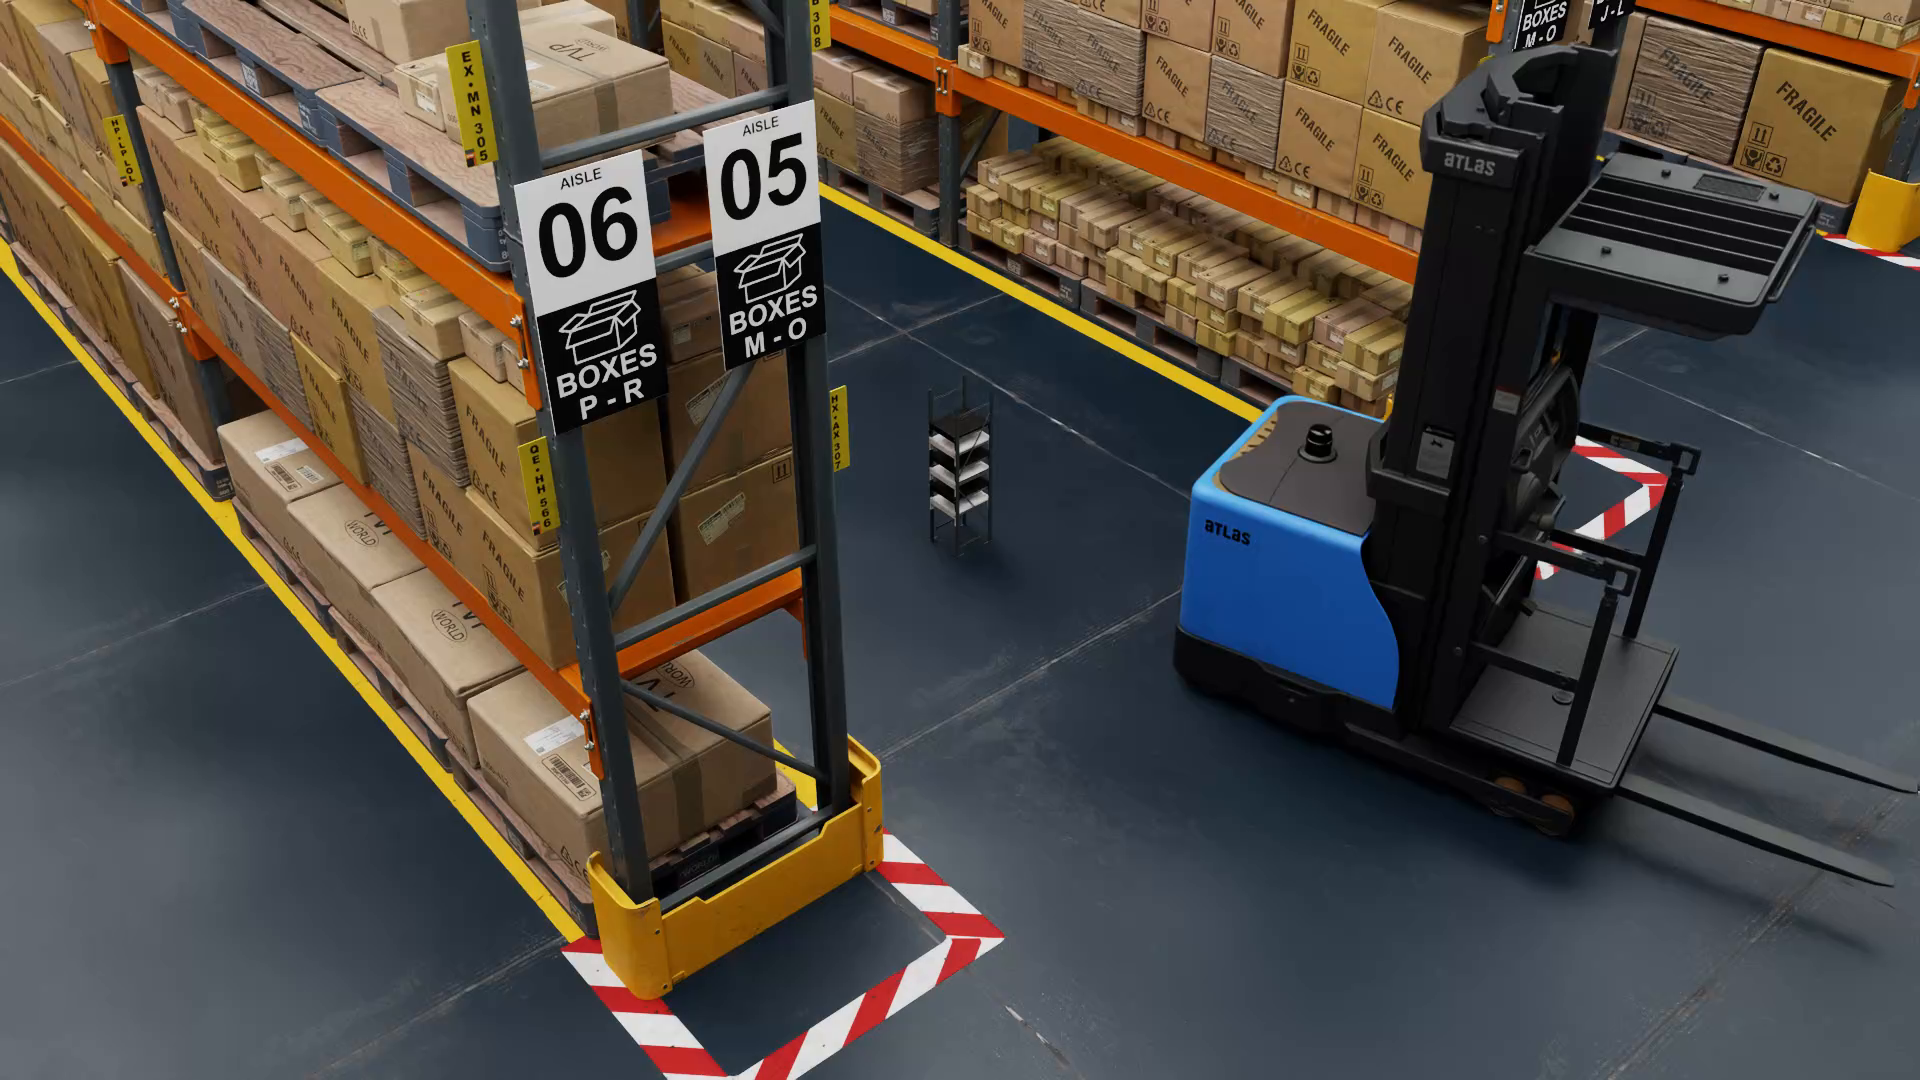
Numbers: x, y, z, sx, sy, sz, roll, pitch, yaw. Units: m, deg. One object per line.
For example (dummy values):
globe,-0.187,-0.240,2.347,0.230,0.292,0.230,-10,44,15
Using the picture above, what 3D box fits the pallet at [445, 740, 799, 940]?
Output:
pallet,-1.433,1.024,7.022,1.003,0.211,1.213,-26,43,-32

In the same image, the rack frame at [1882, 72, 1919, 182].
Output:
rack frame,6.713,-3.486,10.978,1.000,3.000,0.127,-26,43,-32

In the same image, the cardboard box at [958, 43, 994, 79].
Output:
cardboard box,0.210,-3.097,10.646,0.380,0.149,0.250,-24,42,-30

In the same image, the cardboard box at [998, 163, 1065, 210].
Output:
cardboard box,0.474,-2.324,10.926,0.380,0.149,0.250,-24,42,-30

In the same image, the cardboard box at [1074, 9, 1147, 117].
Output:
cardboard box,1.027,-2.845,9.728,0.500,0.500,0.500,-27,43,-33

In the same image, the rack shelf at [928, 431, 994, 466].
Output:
rack shelf,0.005,-0.483,8.301,0.258,0.077,0.200,-26,43,-32

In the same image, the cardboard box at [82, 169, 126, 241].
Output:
cardboard box,-4.248,-1.824,8.761,0.500,0.250,0.500,-27,43,-32

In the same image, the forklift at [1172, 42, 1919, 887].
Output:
forklift,2.500,-0.321,6.569,3.031,2.935,1.130,21,40,26

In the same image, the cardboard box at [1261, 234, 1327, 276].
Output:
cardboard box,2.051,-1.730,10.087,0.380,0.149,0.250,-24,42,-30

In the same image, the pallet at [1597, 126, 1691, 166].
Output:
pallet,5.354,-3.210,13.001,1.003,0.211,1.213,-26,43,-32

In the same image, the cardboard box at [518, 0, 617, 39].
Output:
cardboard box,-1.384,-1.690,5.614,0.380,0.149,0.250,-24,42,-30

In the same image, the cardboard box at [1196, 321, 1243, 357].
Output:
cardboard box,1.630,-1.261,9.940,0.380,0.149,0.250,-28,44,-34

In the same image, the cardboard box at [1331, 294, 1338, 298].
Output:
cardboard box,2.275,-1.508,10.031,0.380,0.149,0.250,-25,42,-30

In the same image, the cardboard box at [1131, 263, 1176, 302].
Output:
cardboard box,1.269,-1.620,10.190,0.380,0.149,0.250,-26,43,-31

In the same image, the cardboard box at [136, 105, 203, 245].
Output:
cardboard box,-3.316,-1.704,7.510,0.500,0.500,0.500,-26,43,-31

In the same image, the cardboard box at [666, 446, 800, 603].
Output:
cardboard box,-0.948,-0.150,6.180,0.500,0.500,0.500,-26,43,-32

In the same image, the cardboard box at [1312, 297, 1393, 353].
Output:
cardboard box,2.205,-1.203,9.343,0.380,0.149,0.250,-25,42,-31

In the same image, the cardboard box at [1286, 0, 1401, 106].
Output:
cardboard box,2.047,-2.584,8.495,0.500,0.500,0.500,-28,44,-33

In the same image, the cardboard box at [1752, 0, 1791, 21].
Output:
cardboard box,5.740,-3.754,11.574,0.380,0.149,0.250,-25,42,-31

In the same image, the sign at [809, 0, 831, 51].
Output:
sign,-0.429,-1.607,4.905,0.100,0.325,0.005,-26,43,-32

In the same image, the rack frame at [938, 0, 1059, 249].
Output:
rack frame,0.278,-3.447,10.922,1.000,3.000,0.127,-26,43,-32

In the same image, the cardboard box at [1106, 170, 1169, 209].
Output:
cardboard box,1.175,-2.288,10.876,0.380,0.149,0.250,-25,42,-30

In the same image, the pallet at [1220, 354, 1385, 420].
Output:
pallet,2.313,-0.948,9.807,1.003,0.211,1.213,-26,43,-32

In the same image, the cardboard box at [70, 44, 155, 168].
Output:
cardboard box,-3.919,-2.108,8.081,0.500,0.500,0.500,-25,42,-30

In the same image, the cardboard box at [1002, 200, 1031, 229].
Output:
cardboard box,0.499,-2.218,11.034,0.380,0.149,0.250,-26,43,-31

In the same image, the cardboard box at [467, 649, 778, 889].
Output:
cardboard box,-1.360,0.830,6.737,0.875,0.438,0.875,-28,44,-33

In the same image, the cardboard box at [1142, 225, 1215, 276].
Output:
cardboard box,1.331,-1.769,10.141,0.380,0.149,0.250,-26,43,-32

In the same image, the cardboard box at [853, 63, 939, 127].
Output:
cardboard box,-0.396,-3.138,11.638,0.500,0.250,0.500,-27,44,-33

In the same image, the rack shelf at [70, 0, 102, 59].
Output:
rack shelf,-4.729,-3.369,8.840,1.077,0.370,4.000,-26,43,-32

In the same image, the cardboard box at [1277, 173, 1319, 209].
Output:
cardboard box,1.945,-1.949,9.026,0.380,0.149,0.250,-25,42,-31

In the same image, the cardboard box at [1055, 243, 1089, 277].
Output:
cardboard box,0.841,-1.873,10.803,0.380,0.149,0.250,-27,43,-33

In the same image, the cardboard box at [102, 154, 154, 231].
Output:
cardboard box,-3.909,-1.803,8.298,0.500,0.250,0.500,-26,43,-32

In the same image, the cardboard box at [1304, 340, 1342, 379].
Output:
cardboard box,2.173,-1.072,9.415,0.380,0.149,0.250,-27,43,-33

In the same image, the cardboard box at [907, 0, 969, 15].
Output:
cardboard box,-0.130,-3.617,11.017,0.380,0.149,0.250,-27,43,-33

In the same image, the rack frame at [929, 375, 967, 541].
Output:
rack frame,-0.060,-0.409,8.449,0.240,0.900,0.006,-26,43,-32

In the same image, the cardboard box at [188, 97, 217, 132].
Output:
cardboard box,-3.058,-1.829,7.125,0.380,0.149,0.250,-27,43,-32

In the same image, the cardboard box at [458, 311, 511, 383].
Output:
cardboard box,-1.424,-0.690,5.517,0.380,0.149,0.250,-25,42,-31

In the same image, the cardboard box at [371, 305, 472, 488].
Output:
cardboard box,-1.710,-0.582,5.927,0.500,0.500,0.500,-26,43,-32

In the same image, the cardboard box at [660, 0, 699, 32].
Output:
cardboard box,-2.044,-4.275,13.243,0.500,0.250,0.500,-28,44,-34

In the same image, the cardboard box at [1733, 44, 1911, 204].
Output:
cardboard box,6.239,-3.043,11.827,0.875,0.875,0.875,-26,43,-32

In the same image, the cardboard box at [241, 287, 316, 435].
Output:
cardboard box,-2.698,-0.846,7.164,0.500,0.500,0.500,-26,43,-32

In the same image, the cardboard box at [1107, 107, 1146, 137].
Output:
cardboard box,1.097,-2.534,9.851,0.380,0.149,0.250,-24,42,-30

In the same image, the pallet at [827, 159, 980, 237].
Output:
pallet,-0.226,-2.652,12.213,1.003,0.211,1.213,-26,43,-32

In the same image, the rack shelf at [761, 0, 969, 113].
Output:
rack shelf,-1.013,-4.036,12.377,1.077,0.370,4.000,-26,43,-32

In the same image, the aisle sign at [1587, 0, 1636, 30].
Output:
aisle sign,3.135,-2.821,7.790,0.394,0.787,0.004,-26,43,-32

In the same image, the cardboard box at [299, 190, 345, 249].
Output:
cardboard box,-2.262,-1.253,6.312,0.380,0.149,0.250,-25,42,-30

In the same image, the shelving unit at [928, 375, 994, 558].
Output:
shelving unit,0.005,-0.364,8.386,0.258,0.900,0.210,-26,43,-32

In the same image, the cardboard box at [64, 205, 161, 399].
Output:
cardboard box,-4.489,-1.500,9.649,0.875,0.875,0.875,-25,42,-31
